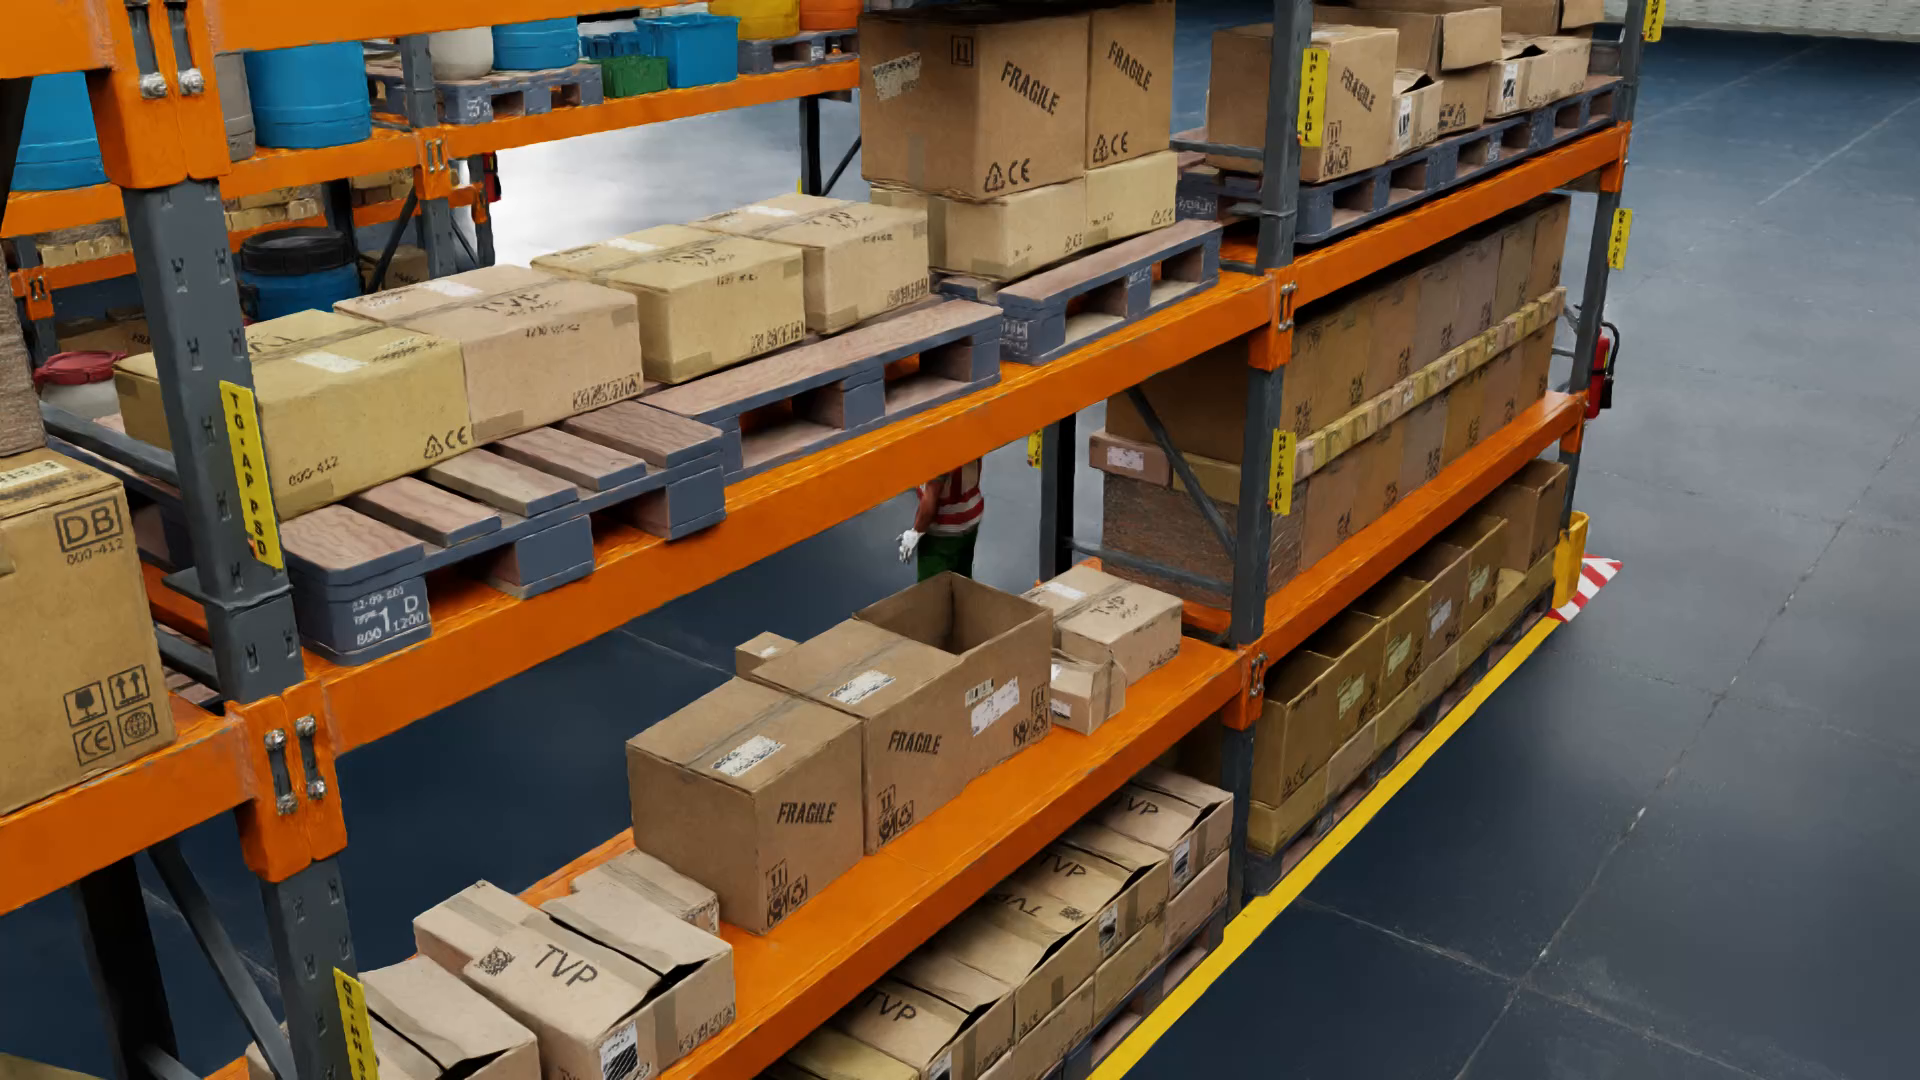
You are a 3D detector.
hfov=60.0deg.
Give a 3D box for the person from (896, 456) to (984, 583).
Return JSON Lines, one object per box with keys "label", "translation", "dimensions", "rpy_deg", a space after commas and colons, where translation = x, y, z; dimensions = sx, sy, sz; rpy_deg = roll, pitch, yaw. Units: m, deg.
{"label": "person", "translation": [-0.091, -0.069, 8.708], "dimensions": [0.402, 1.821, 0.583], "rpy_deg": [10, 25, 22]}
